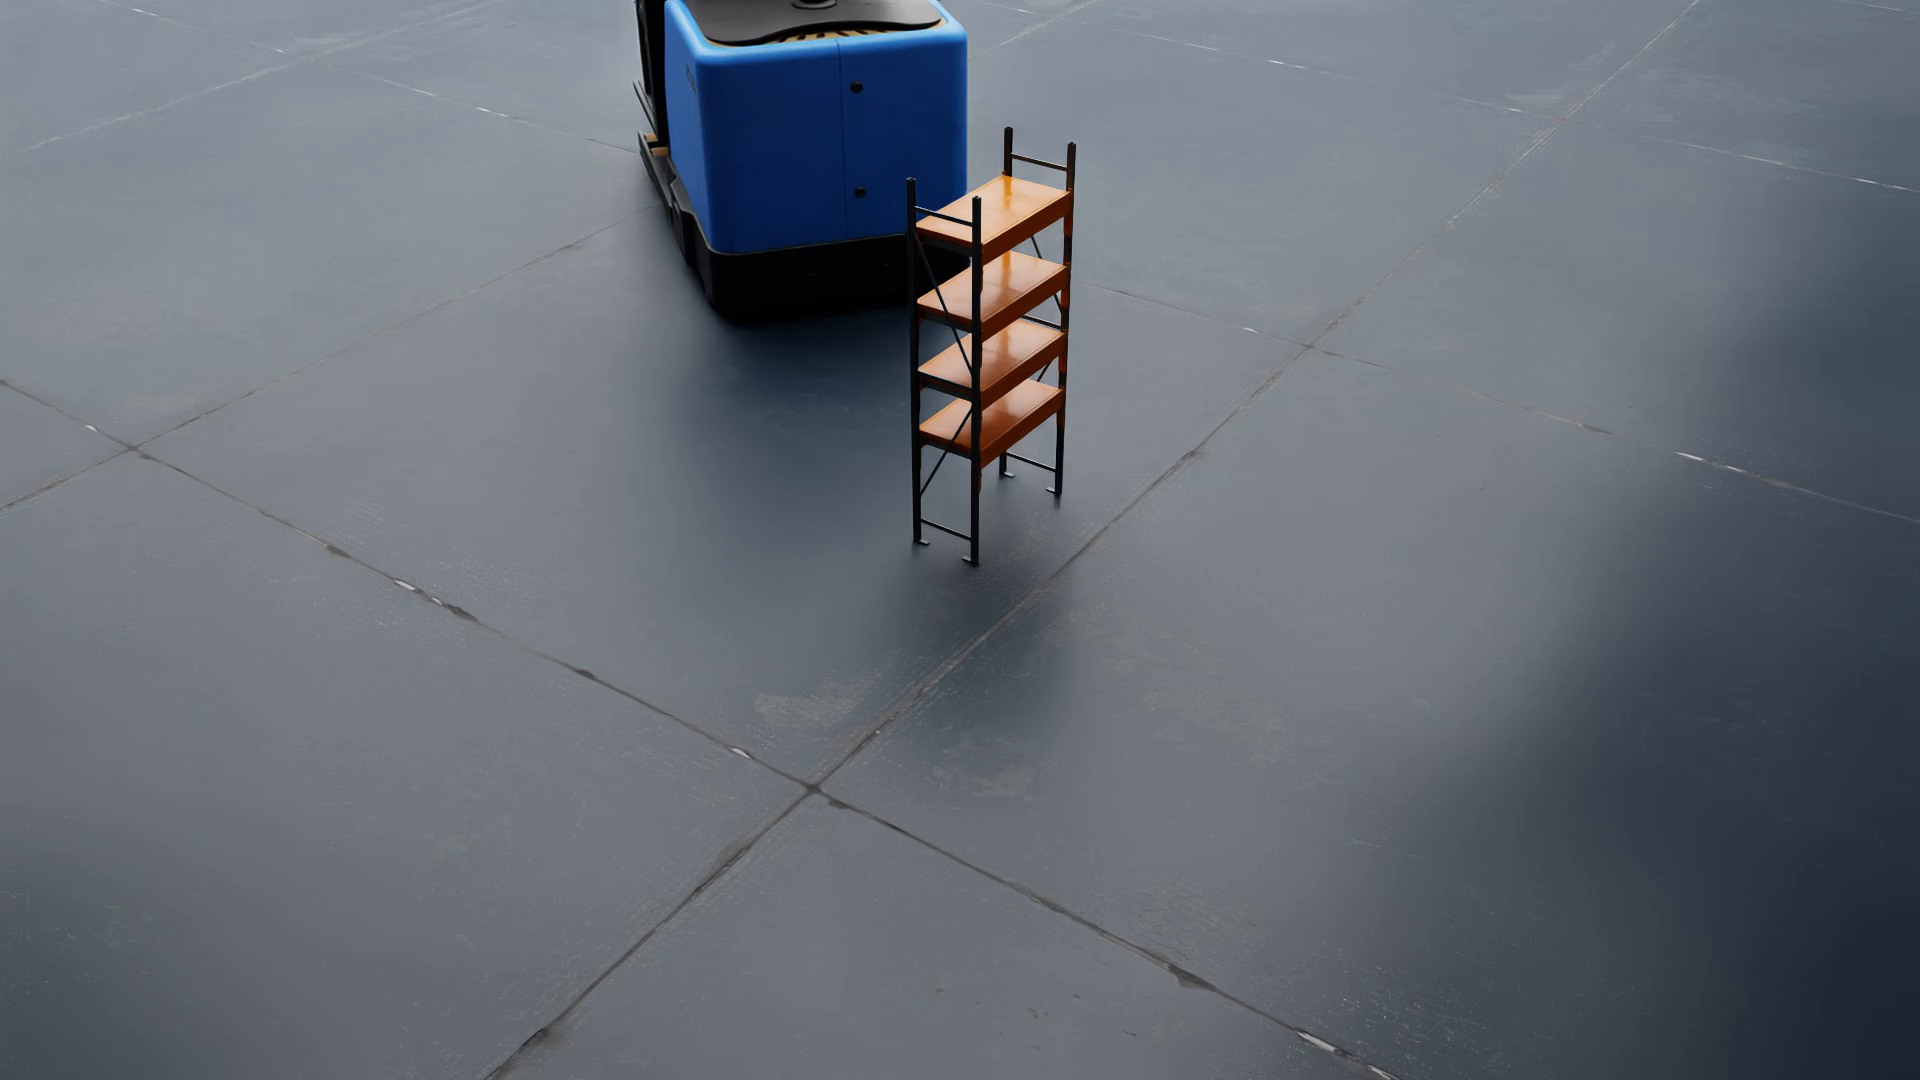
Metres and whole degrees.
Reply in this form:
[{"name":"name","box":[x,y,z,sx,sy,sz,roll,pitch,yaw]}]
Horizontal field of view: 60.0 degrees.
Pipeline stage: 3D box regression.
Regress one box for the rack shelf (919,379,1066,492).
[{"name":"rack shelf","box":[0.094,-0.353,5.175,0.258,0.148,0.480,21,39,28]}]

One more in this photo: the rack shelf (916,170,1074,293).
[{"name":"rack shelf","box":[0.094,-0.899,4.806,0.258,0.148,0.480,21,39,28]}]

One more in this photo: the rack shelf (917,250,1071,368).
[{"name":"rack shelf","box":[0.094,-0.703,4.939,0.258,0.148,0.480,21,39,28]}]

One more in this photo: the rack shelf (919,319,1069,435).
[{"name":"rack shelf","box":[0.094,-0.517,5.064,0.258,0.148,0.480,21,39,28]}]

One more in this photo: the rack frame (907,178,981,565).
[{"name":"rack frame","box":[-0.045,-0.461,4.861,0.240,1.200,0.015,21,39,28]}]

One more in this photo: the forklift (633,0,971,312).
[{"name":"forklift","box":[-0.878,-2.917,6.947,1.130,2.935,3.031,-10,35,-14]}]

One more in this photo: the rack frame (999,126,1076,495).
[{"name":"rack frame","box":[0.234,-0.686,5.193,0.240,1.200,0.015,21,39,28]}]

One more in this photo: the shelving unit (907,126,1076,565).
[{"name":"shelving unit","box":[0.094,-0.573,5.027,0.258,1.200,0.503,21,39,28]}]
